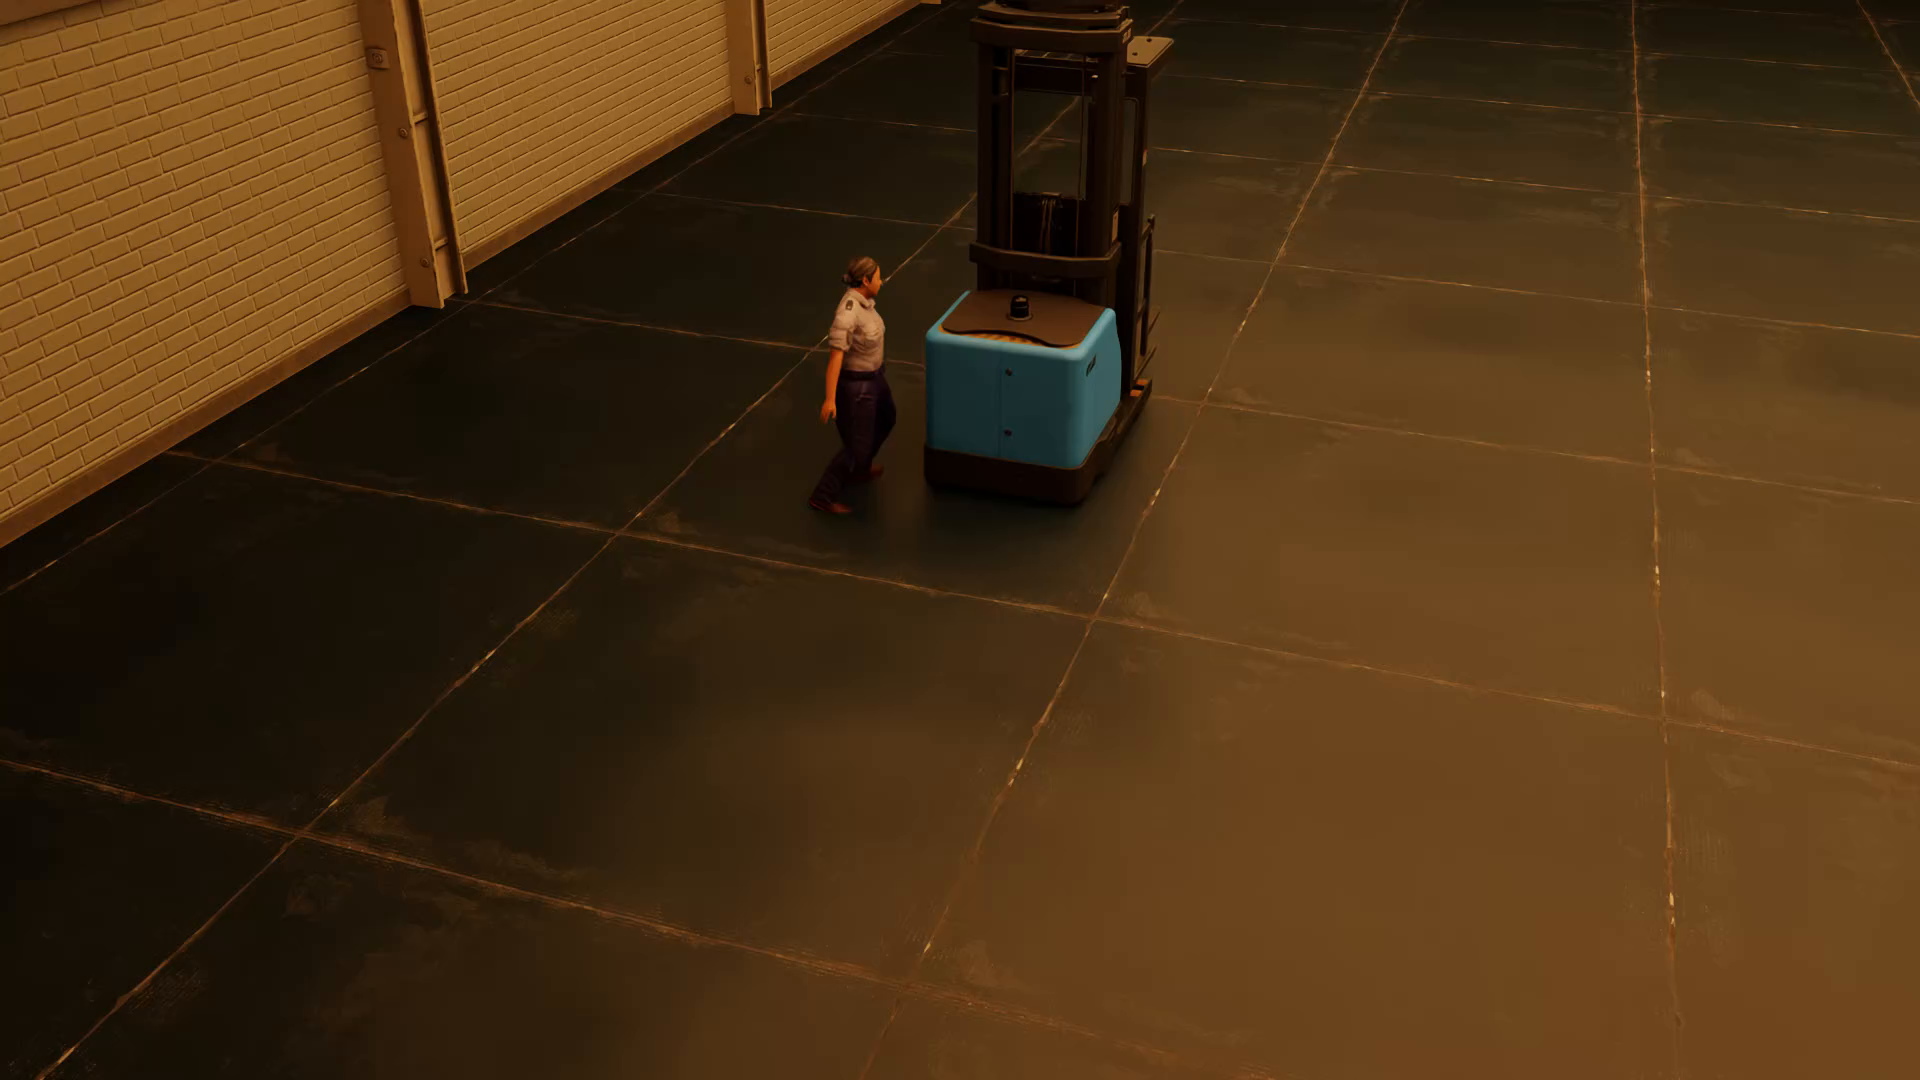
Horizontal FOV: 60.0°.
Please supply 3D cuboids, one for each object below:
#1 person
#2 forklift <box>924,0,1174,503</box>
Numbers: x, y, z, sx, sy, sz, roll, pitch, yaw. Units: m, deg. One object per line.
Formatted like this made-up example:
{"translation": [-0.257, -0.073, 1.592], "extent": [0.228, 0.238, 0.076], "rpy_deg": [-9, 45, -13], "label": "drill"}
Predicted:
{"translation": [-0.683, -0.932, 10.187], "extent": [0.476, 1.631, 0.840], "rpy_deg": [6, 30, 10], "label": "person"}
{"translation": [0.731, -2.218, 11.027], "extent": [1.130, 2.935, 3.031], "rpy_deg": [10, 31, 16], "label": "forklift"}
